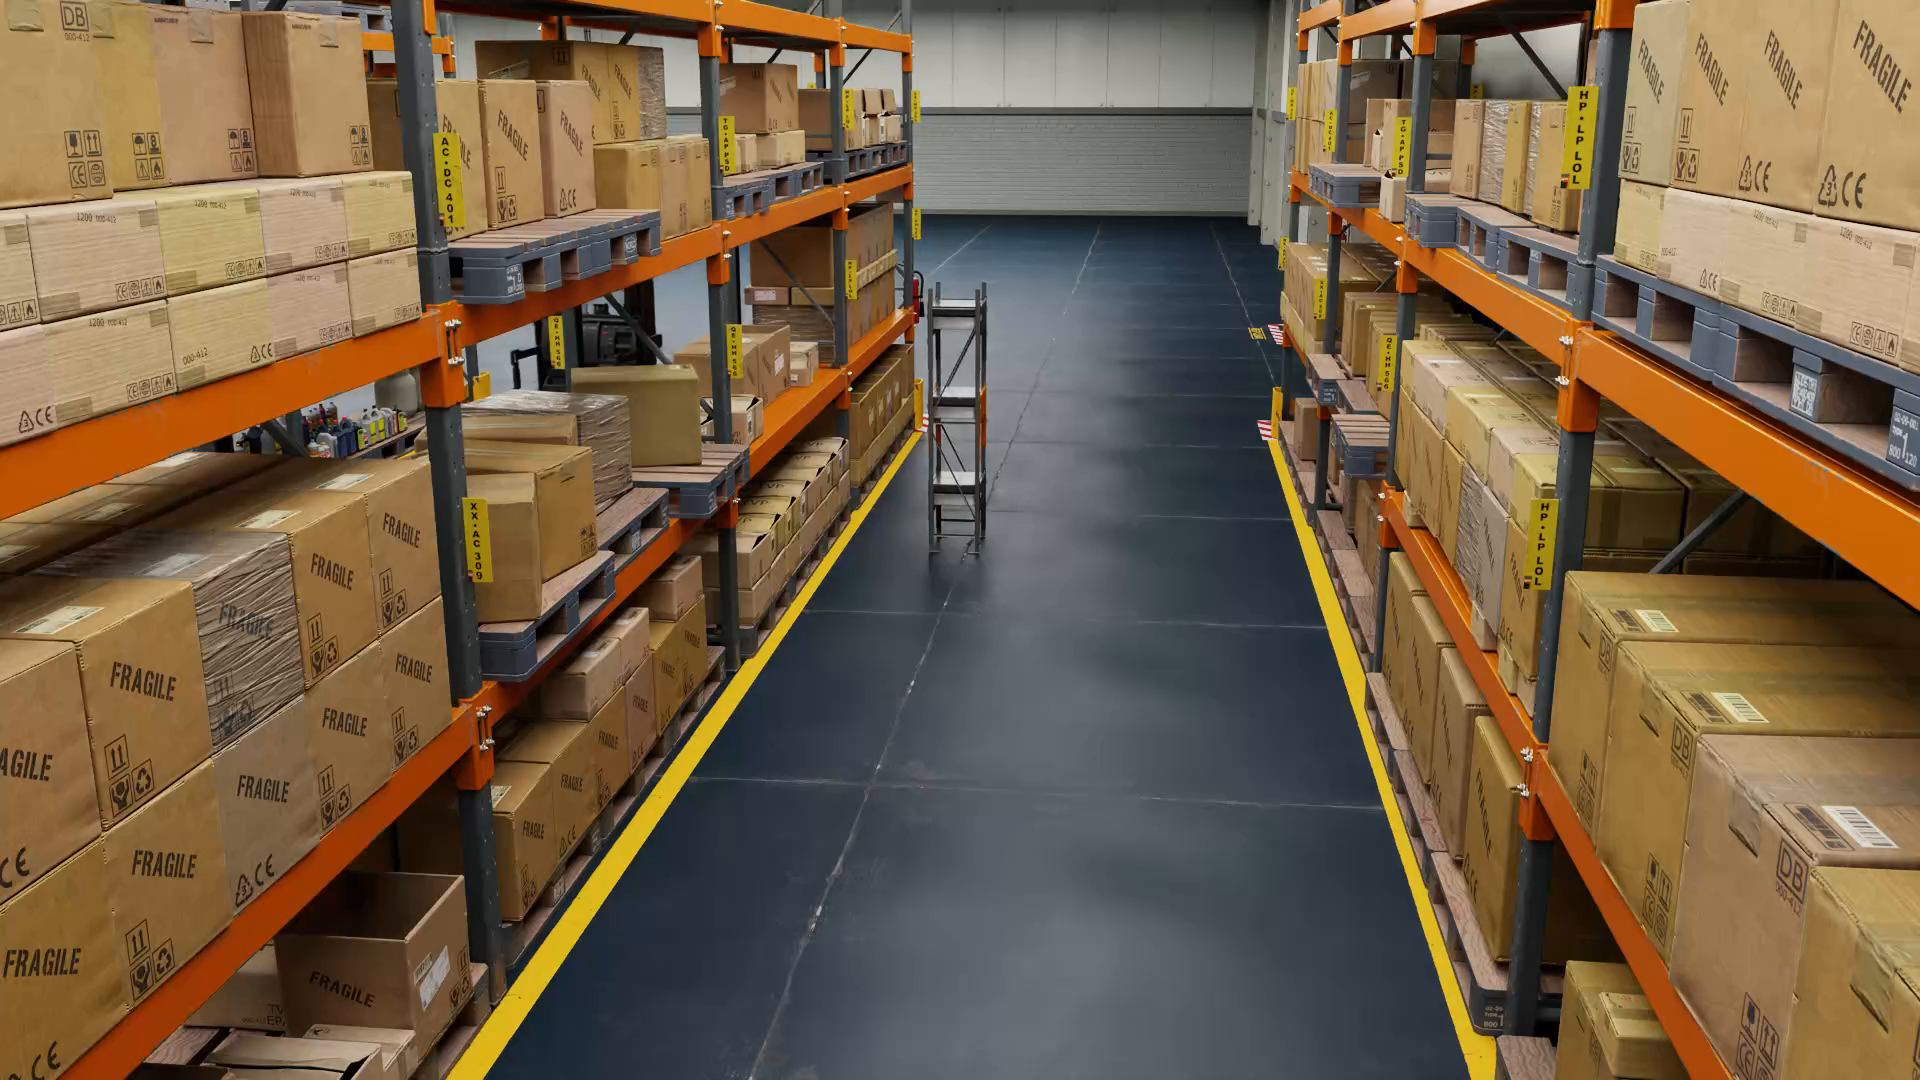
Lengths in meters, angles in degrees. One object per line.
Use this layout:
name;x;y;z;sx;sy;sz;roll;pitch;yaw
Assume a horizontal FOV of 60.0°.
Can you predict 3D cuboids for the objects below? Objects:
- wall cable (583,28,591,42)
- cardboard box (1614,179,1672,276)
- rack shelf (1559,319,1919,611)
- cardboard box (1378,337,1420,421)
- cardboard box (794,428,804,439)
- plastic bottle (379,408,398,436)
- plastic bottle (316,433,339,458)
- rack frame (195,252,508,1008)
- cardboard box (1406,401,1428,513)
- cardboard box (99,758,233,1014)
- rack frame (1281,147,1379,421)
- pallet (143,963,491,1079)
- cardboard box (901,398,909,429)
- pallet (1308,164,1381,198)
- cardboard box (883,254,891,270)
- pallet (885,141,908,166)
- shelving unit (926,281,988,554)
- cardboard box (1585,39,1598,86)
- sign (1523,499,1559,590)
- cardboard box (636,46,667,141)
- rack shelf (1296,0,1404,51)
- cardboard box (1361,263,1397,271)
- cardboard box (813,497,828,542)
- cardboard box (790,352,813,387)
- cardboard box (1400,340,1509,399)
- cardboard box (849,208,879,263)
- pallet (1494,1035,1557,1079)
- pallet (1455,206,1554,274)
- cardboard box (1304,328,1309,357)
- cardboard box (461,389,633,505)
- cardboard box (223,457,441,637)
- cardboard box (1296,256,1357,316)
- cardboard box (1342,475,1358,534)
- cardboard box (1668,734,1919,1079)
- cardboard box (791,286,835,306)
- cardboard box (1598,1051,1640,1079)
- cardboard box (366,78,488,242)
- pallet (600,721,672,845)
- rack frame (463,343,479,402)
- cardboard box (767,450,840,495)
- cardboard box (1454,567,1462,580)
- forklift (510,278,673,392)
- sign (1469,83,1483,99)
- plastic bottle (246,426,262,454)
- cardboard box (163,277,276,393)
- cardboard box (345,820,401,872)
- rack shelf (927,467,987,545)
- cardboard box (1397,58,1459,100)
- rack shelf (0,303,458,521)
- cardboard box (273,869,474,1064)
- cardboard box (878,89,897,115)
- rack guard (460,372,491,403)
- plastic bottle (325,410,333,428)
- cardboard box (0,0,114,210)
wall cable;-12.136;-16.042;49.236;2.305;6.003;0.169;2;15;6
cardboard box;2.226;-0.905;4.806;0.500;0.250;0.500;2;15;6
rack shelf;2.340;-0.032;3.664;1.077;0.370;4.000;2;15;6
cardboard box;3.096;-1.016;10.637;0.700;0.500;0.500;0;15;1
cardboard box;-1.551;-1.163;15.242;0.500;0.500;0.500;2;15;6
plastic bottle;-5.751;-1.197;16.719;0.152;0.276;0.135;2;15;7
plastic bottle;-5.895;-0.868;15.501;0.152;0.276;0.135;2;15;8
rack frame;-2.357;0.406;6.416;1.000;3.000;0.127;2;15;6
cardboard box;2.640;-0.434;8.723;0.500;0.500;0.500;2;15;8
cardboard box;-2.326;0.894;4.419;0.500;0.500;0.500;2;15;7
rack frame;3.920;-2.562;17.390;1.000;3.000;0.127;2;15;6
pallet;-2.435;1.930;6.121;1.003;0.211;1.213;2;15;6
cardboard box;-0.814;-1.304;17.202;0.500;0.250;0.500;2;15;6
pallet;3.293;-2.725;12.606;1.213;0.211;1.003;2;15;6
cardboard box;-0.913;-2.829;16.944;0.380;0.149;0.250;1;15;5
pallet;-1.108;-3.930;16.870;1.003;0.211;1.213;2;15;6
shelving unit;-0.019;-0.971;13.229;0.431;2.100;0.503;2;15;6
cardboard box;2.843;-1.888;6.681;0.500;0.250;0.500;1;15;5
sign;2.025;0.016;5.789;0.100;0.325;0.005;2;15;6
cardboard box;-1.961;-2.498;9.300;0.500;0.500;0.500;2;15;6
rack shelf;3.694;-4.590;14.783;1.077;0.370;4.000;2;15;6
cardboard box;3.853;-2.203;14.873;0.500;0.500;0.500;2;15;8
cardboard box;-1.329;-0.165;12.988;0.500;0.250;0.500;2;15;8
cardboard box;-1.371;-1.371;13.243;0.396;0.266;0.258;1;15;5
cardboard box;2.706;-0.933;9.129;0.500;0.250;0.500;2;15;8
cardboard box;-1.184;-2.980;16.258;0.700;0.500;0.500;2;15;6
pallet;2.402;2.091;5.523;1.003;0.211;1.213;2;15;6
pallet;2.874;-1.385;7.653;1.003;0.211;1.213;2;15;9
cardboard box;3.285;-1.722;14.534;0.500;0.250;0.500;2;15;7
cardboard box;-2.157;-0.485;8.712;0.700;0.500;0.500;5;16;17
cardboard box;-2.157;0.013;5.759;0.500;0.500;0.500;2;15;7
cardboard box;3.391;-2.350;15.419;0.500;0.500;0.500;2;15;8
cardboard box;3.402;-0.339;13.114;0.700;0.500;0.500;2;15;8
cardboard box;2.328;0.924;3.924;0.980;0.700;0.700;1;15;4
cardboard box;-1.231;-2.095;14.228;0.380;0.149;0.250;2;15;6
cardboard box;2.319;1.876;4.964;0.700;0.500;0.500;2;15;6
cardboard box;-2.227;-1.470;6.418;0.600;0.600;0.600;0;15;1
pallet;-2.167;1.222;8.738;1.003;0.211;1.213;2;15;6
rack frame;-5.924;-2.854;18.469;1.000;3.000;0.127;2;15;6
cardboard box;-1.267;-0.567;13.401;0.500;0.311;0.500;2;15;8
cardboard box;2.587;0.101;7.984;0.380;0.149;0.250;2;15;7
forklift;-3.376;-1.811;14.744;1.130;2.935;3.031;4;16;14
sign;4.020;-3.397;12.986;0.100;0.325;0.005;2;15;6
plastic bottle;-6.589;-0.925;15.570;0.144;0.351;0.185;1;15;5
cardboard box;-2.262;-0.577;4.589;0.500;0.250;0.500;2;15;6
cardboard box;-2.586;1.263;7.189;0.500;0.500;0.500;2;15;6
rack shelf;-0.019;-0.282;13.415;0.431;0.518;0.480;2;15;6
cardboard box;3.808;-3.632;13.454;0.500;0.500;0.500;2;15;7
rack shelf;-2.582;-0.176;4.200;1.077;0.370;4.000;2;15;6
cardboard box;-2.139;1.556;6.107;0.500;0.500;0.500;2;15;6
cardboard box;-1.072;-4.326;16.897;0.797;0.503;0.637;3;15;10
rack guard;-5.886;-1.626;18.717;1.175;0.500;0.348;2;15;6
plastic bottle;-6.450;-1.227;16.972;0.097;0.201;0.097;0;15;0
cardboard box;-2.527;-1.057;3.970;0.700;0.500;0.500;2;15;6
